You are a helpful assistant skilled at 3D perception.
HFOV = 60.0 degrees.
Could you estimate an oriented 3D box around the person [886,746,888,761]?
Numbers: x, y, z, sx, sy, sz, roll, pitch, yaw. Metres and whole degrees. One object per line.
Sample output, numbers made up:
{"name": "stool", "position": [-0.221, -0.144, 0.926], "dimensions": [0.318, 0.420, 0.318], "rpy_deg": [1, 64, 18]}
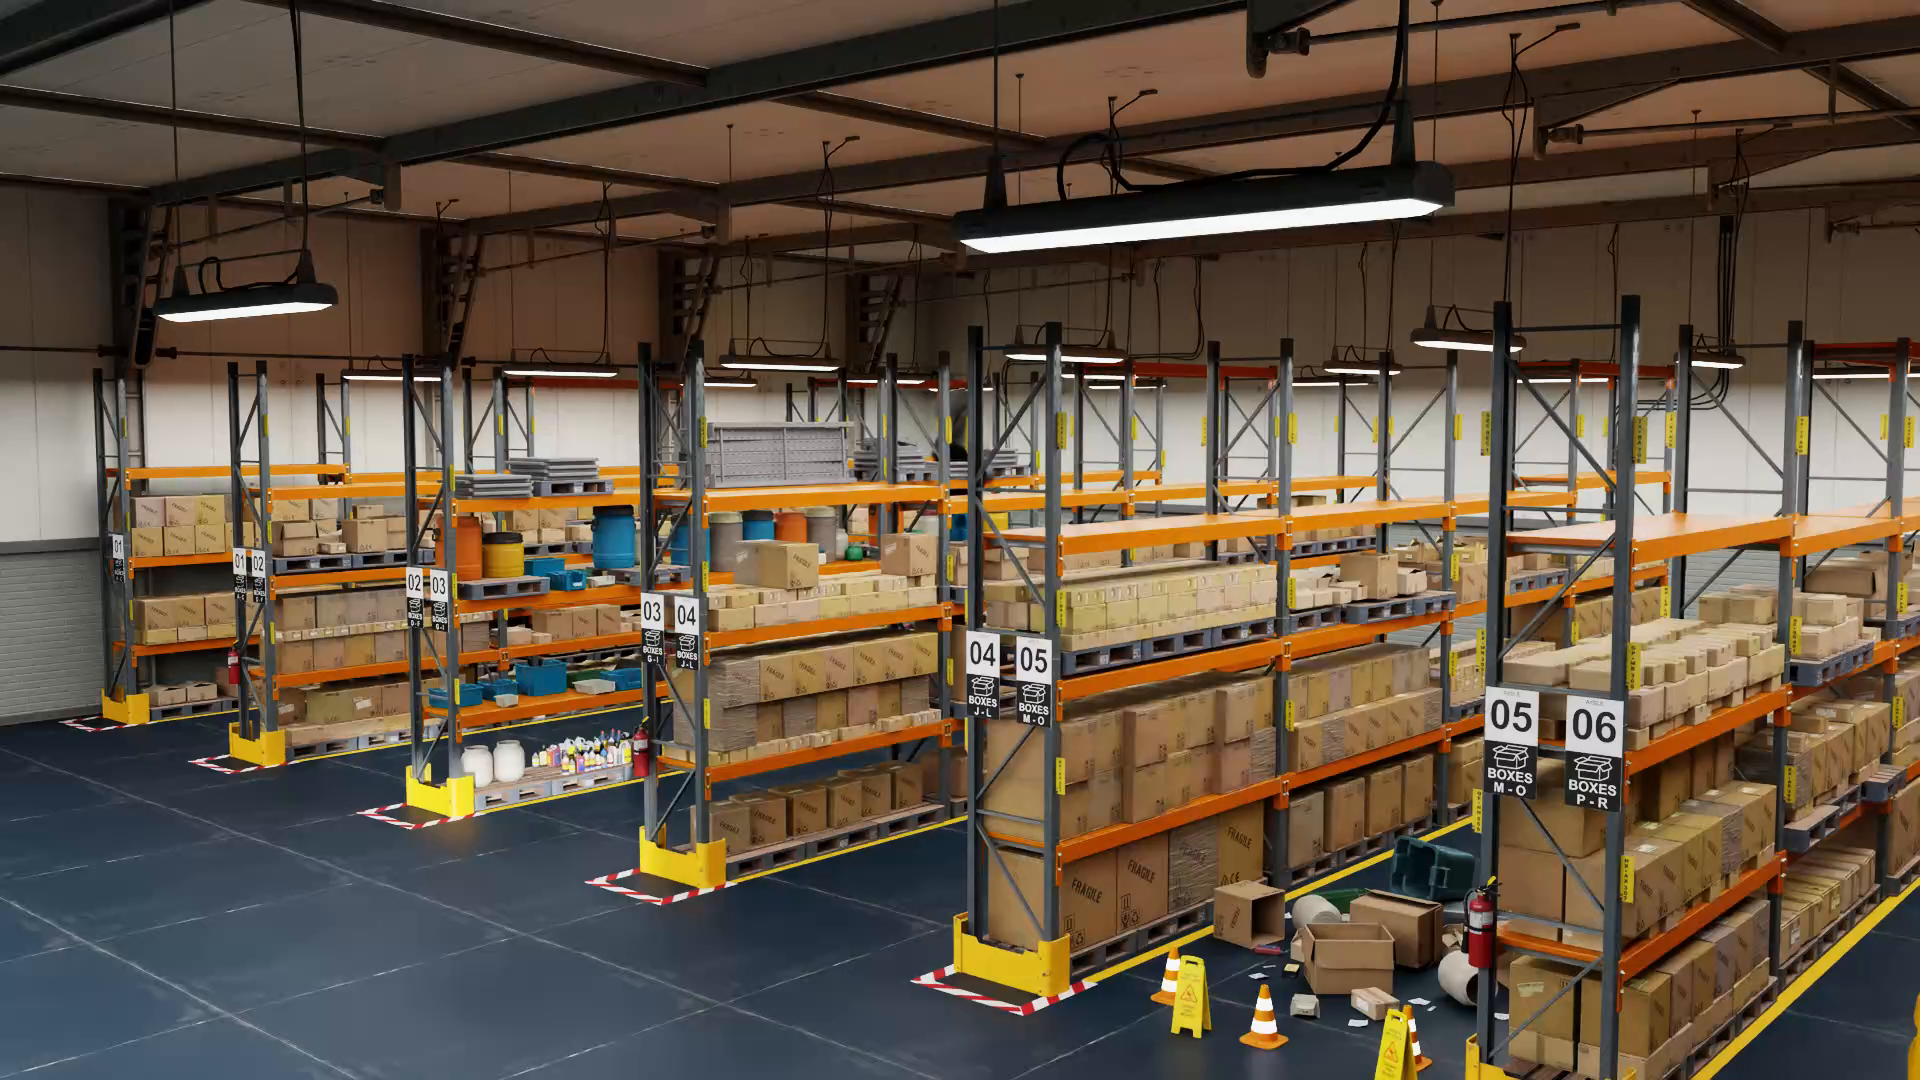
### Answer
{"name": "person", "position": [-1.073, 2.580, 24.402], "dimensions": [0.645, 1.620, 0.624], "rpy_deg": [3, 5, 34]}
